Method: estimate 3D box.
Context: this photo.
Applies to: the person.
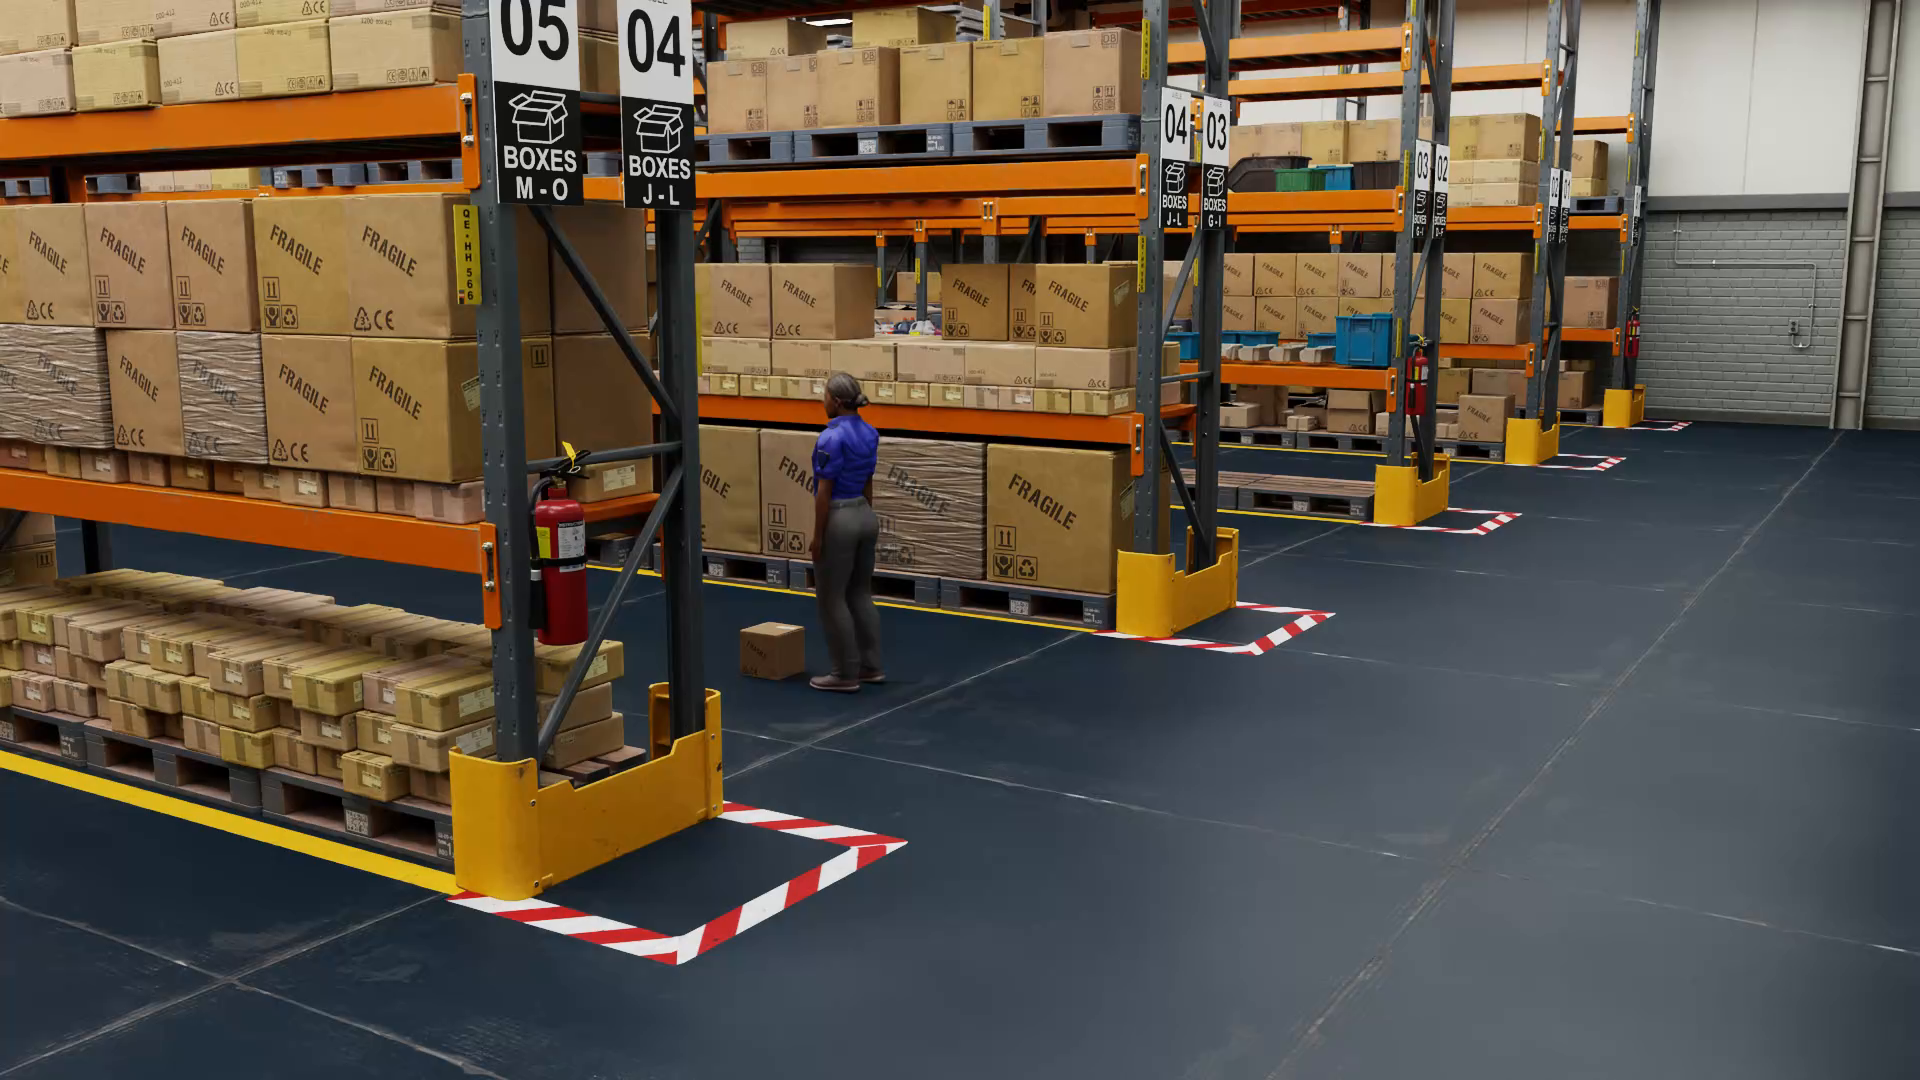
[{"bbox_3d":[-0.609,-0.038,8.659,0.299,1.663,0.437,6,11,32],"label":"person"}]
